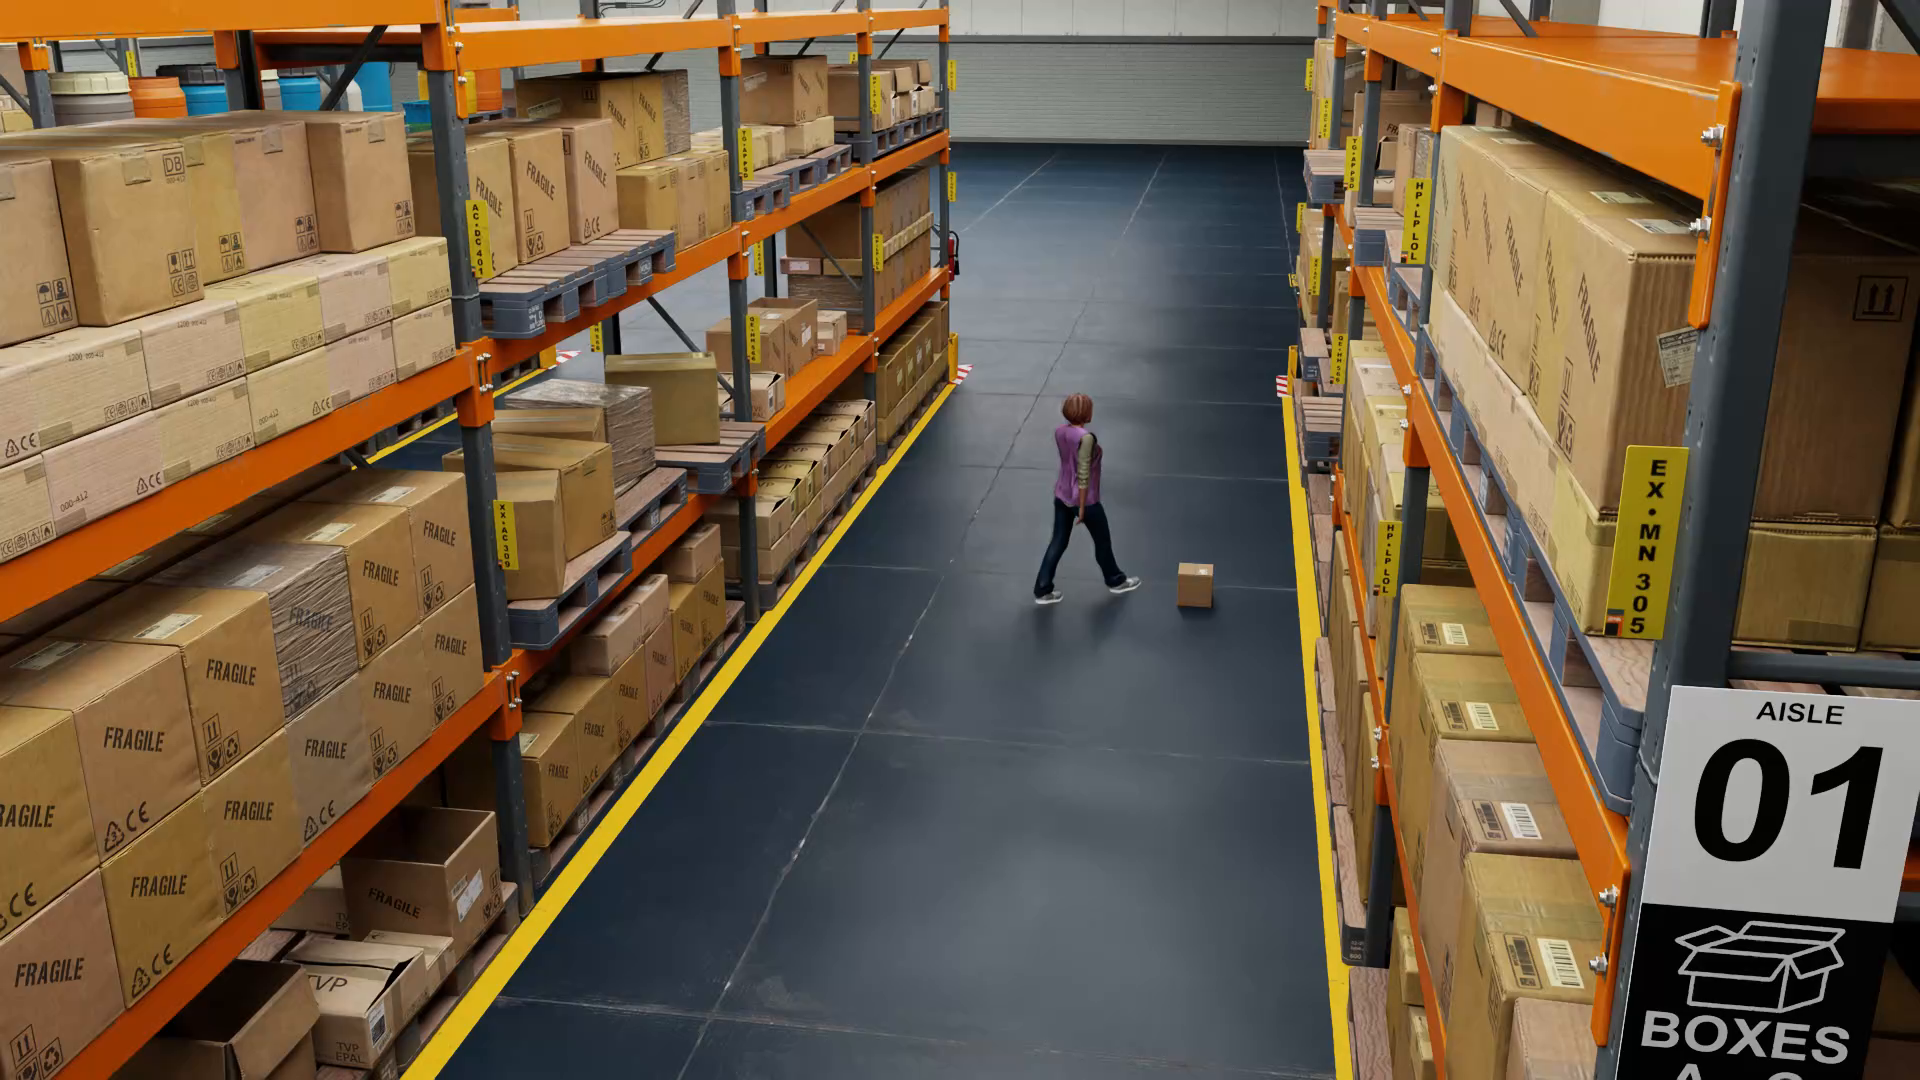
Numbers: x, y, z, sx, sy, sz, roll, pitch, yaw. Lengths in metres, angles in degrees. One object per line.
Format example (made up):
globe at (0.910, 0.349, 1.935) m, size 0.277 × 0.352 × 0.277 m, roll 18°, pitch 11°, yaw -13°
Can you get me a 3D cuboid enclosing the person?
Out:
person at (0.916, -0.321, 12.015) m, size 0.892 × 1.554 × 0.427 m, roll -14°, pitch 23°, yaw -36°
